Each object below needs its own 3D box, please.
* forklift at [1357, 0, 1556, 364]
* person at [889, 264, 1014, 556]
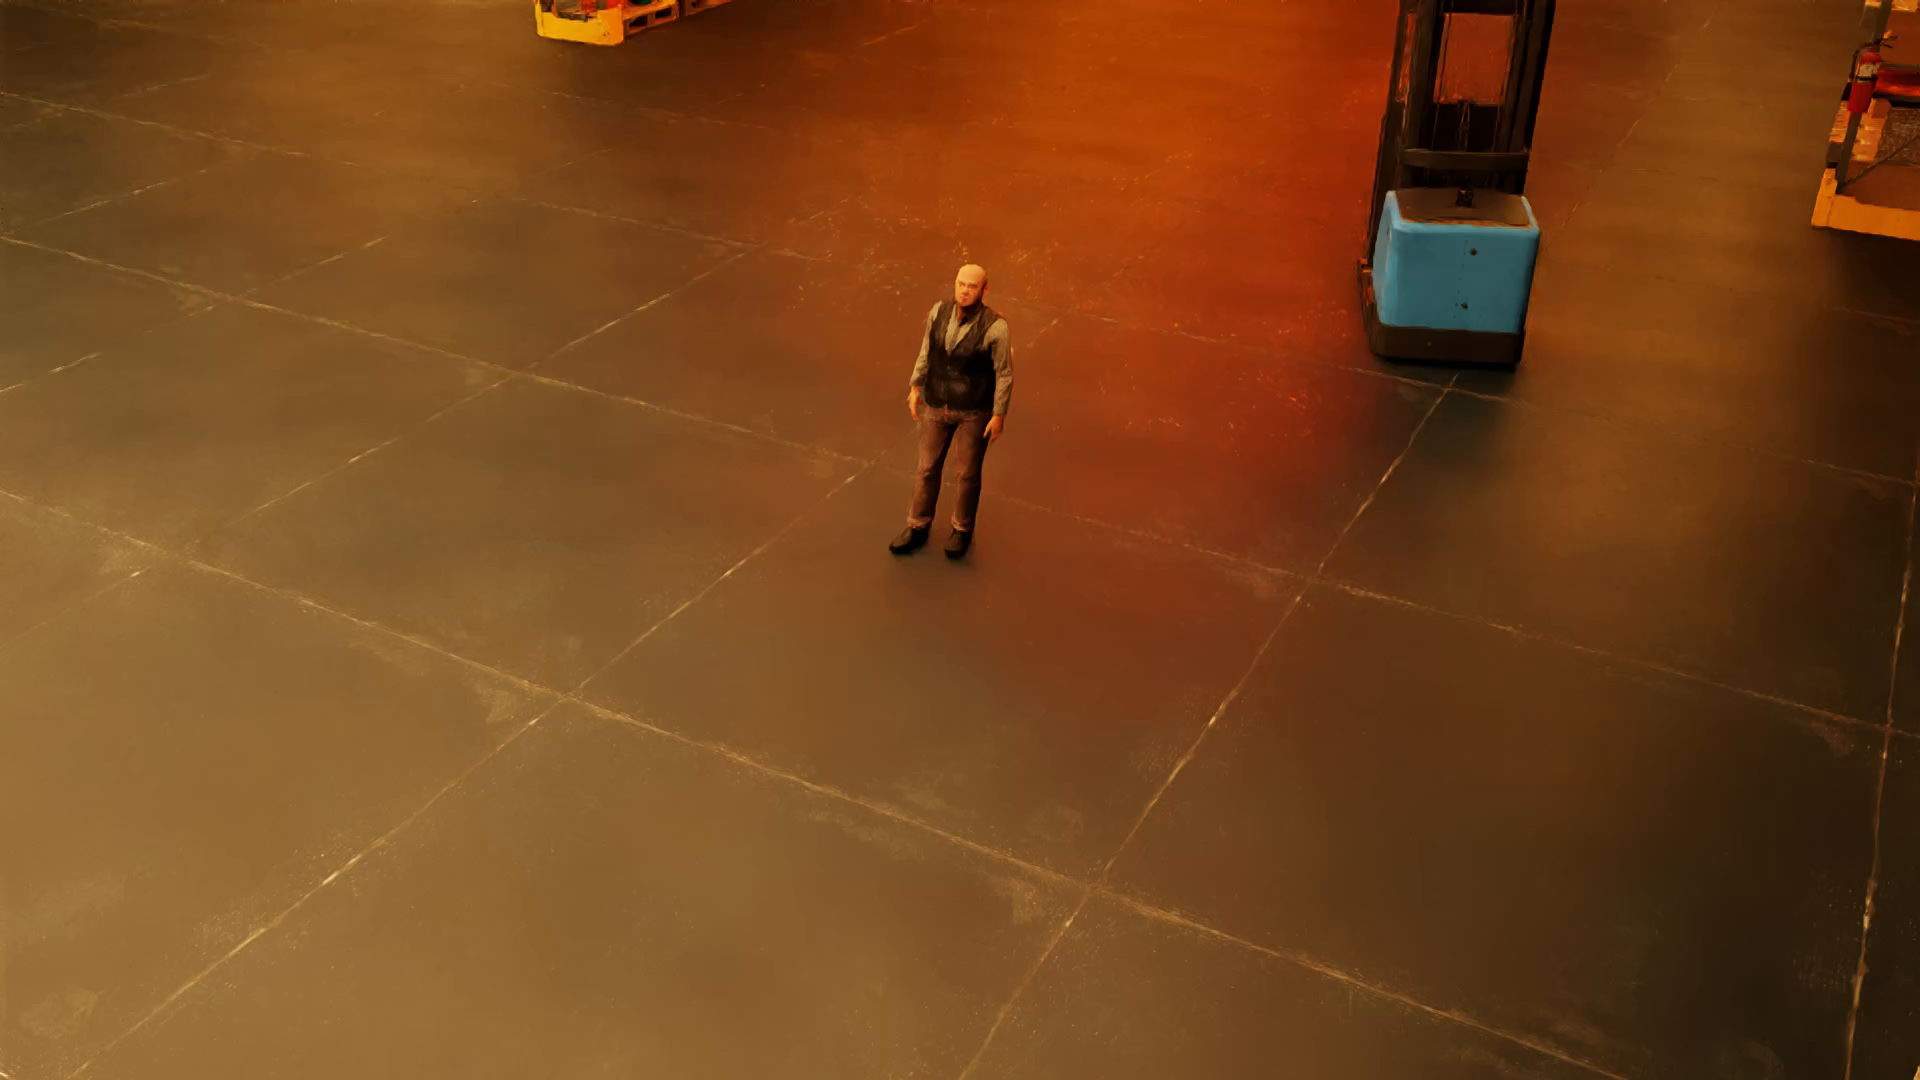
[{"bbox_3d":[3.795,-3.268,12.733,1.130,2.935,3.031,4,30,8],"label":"forklift"},{"bbox_3d":[-0.037,-0.726,9.525,0.632,1.720,0.567,15,33,25],"label":"person"}]
